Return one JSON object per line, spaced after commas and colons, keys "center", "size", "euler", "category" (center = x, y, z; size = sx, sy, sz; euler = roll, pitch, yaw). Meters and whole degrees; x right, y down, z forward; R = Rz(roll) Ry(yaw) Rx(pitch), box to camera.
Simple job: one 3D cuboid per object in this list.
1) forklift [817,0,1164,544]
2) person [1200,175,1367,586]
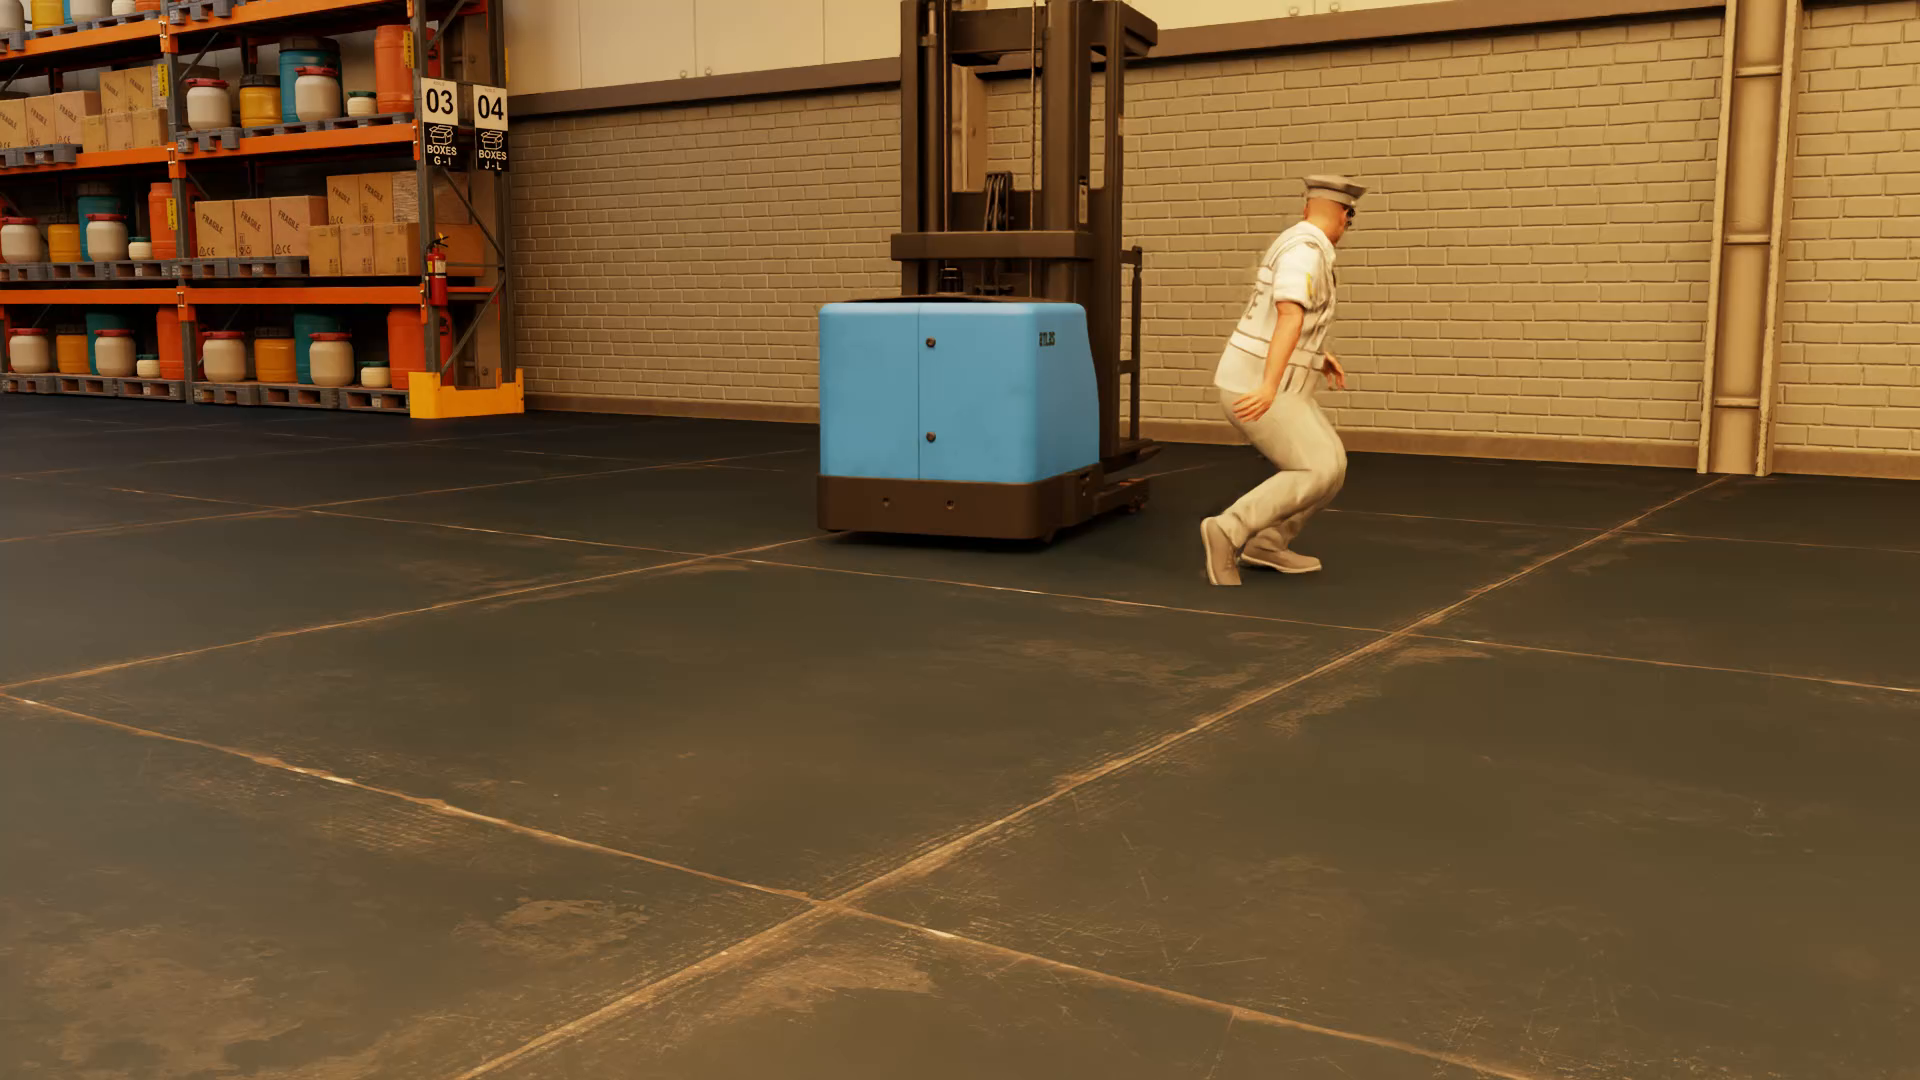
{"center": [0.356, -1.603, 8.468], "size": [1.130, 2.935, 3.031], "euler": [3, 9, 21], "category": "forklift"}
{"center": [1.238, -0.581, 6.380], "size": [0.568, 1.612, 0.973], "euler": [2, 8, 17], "category": "person"}
